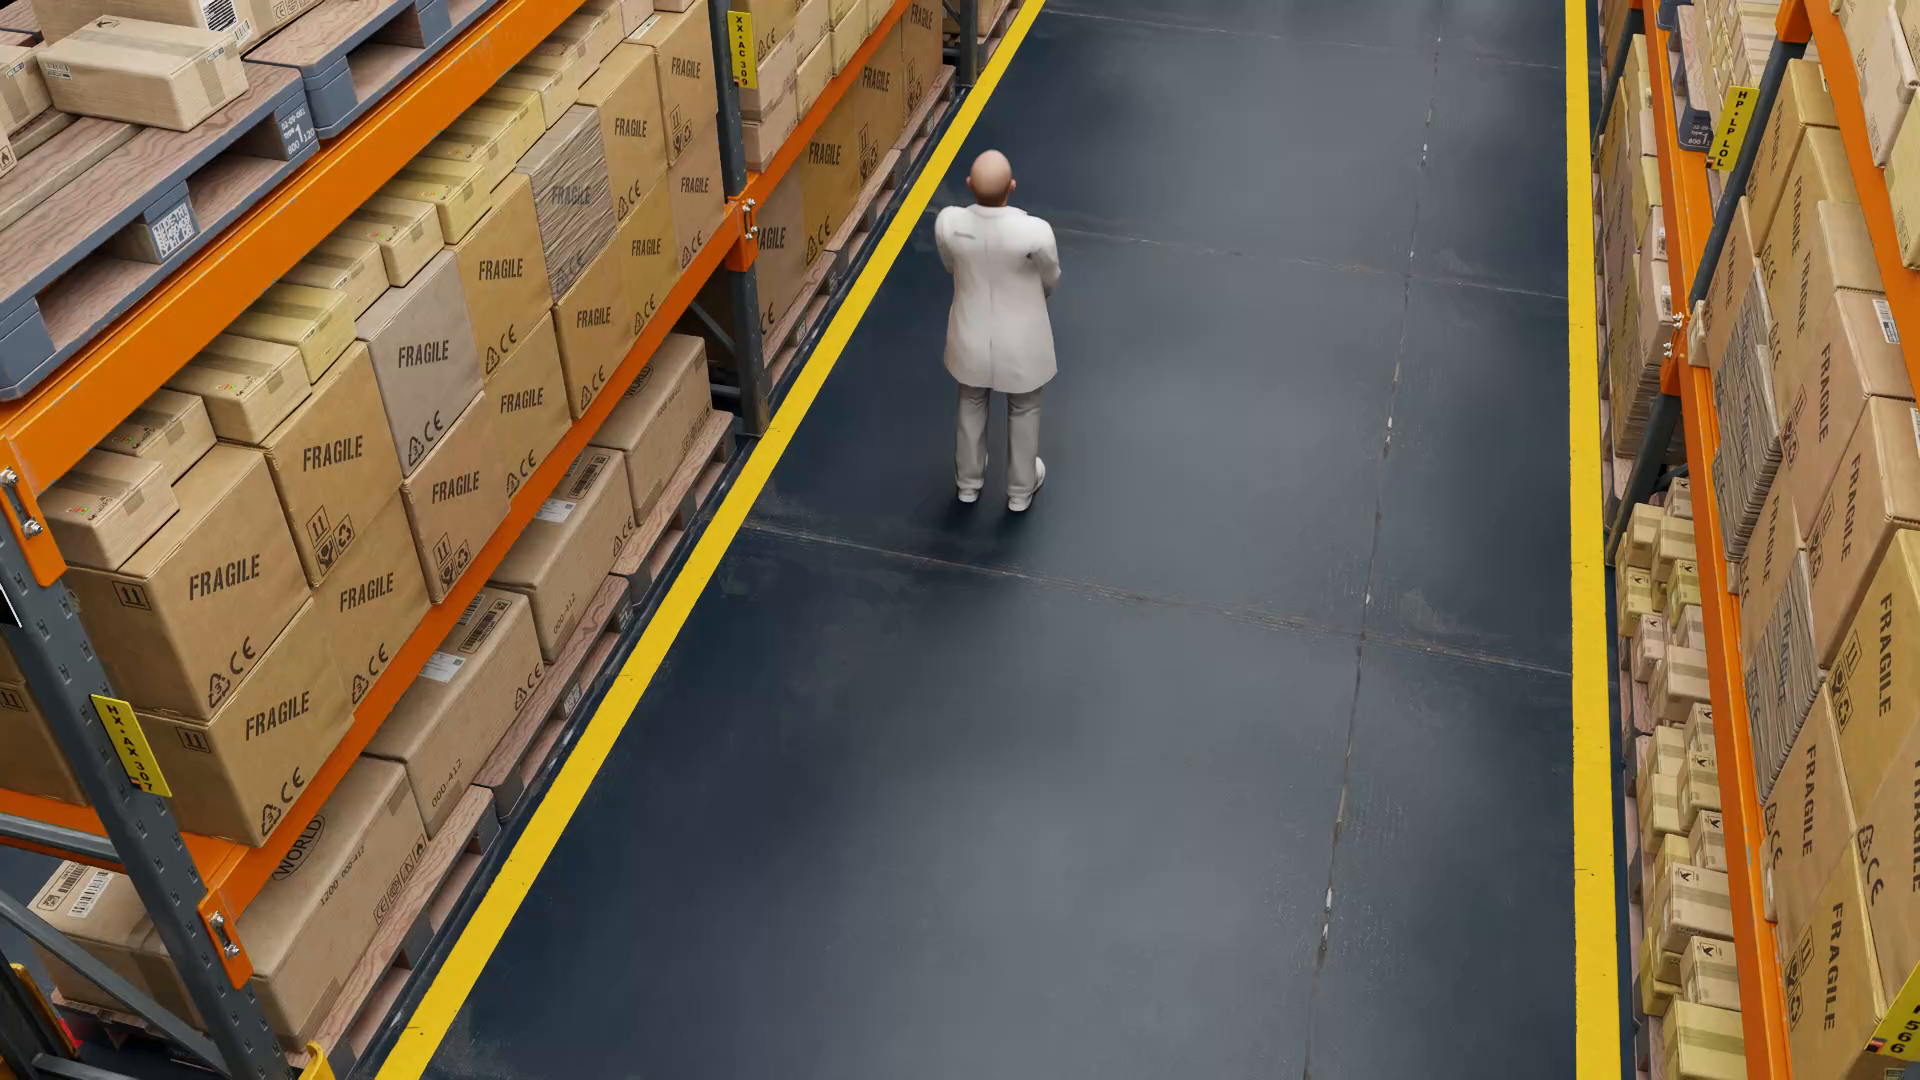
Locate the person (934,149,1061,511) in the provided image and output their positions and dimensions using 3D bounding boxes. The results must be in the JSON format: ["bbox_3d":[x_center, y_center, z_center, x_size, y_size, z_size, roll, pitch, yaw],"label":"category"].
[{"bbox_3d":[0.189,-0.972,7.312,0.530,1.769,0.563,10,41,12],"label":"person"}]
